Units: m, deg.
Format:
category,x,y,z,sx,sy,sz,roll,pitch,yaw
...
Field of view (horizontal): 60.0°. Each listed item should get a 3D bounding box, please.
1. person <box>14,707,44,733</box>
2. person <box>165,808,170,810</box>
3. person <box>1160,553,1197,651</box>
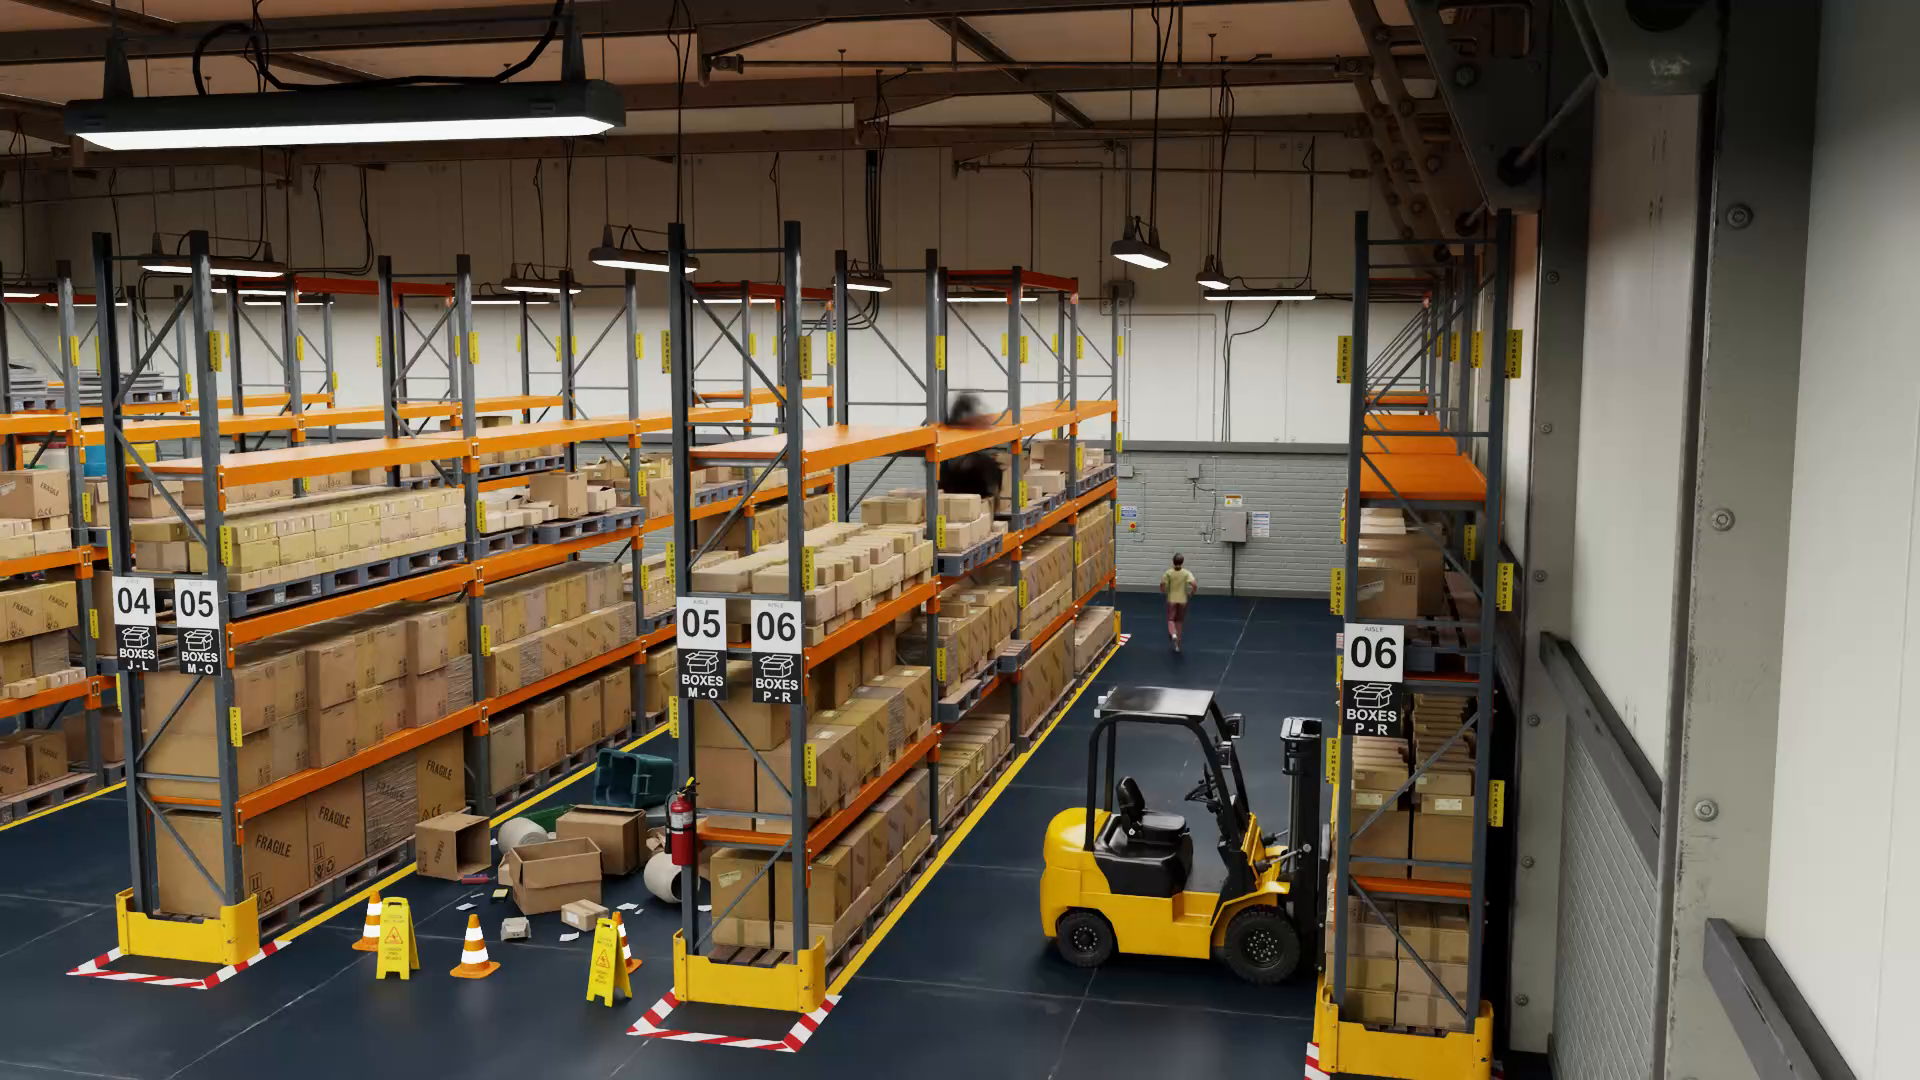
category,x,y,z,sx,sy,sz,roll,pitch,yaw
person,-12.278,1.705,21.701,0.611,1.649,0.569,0,7,3
person,-7.706,2.318,16.683,0.549,1.717,0.764,1,7,7
person,3.561,1.046,27.182,0.601,1.649,0.673,0,7,3
